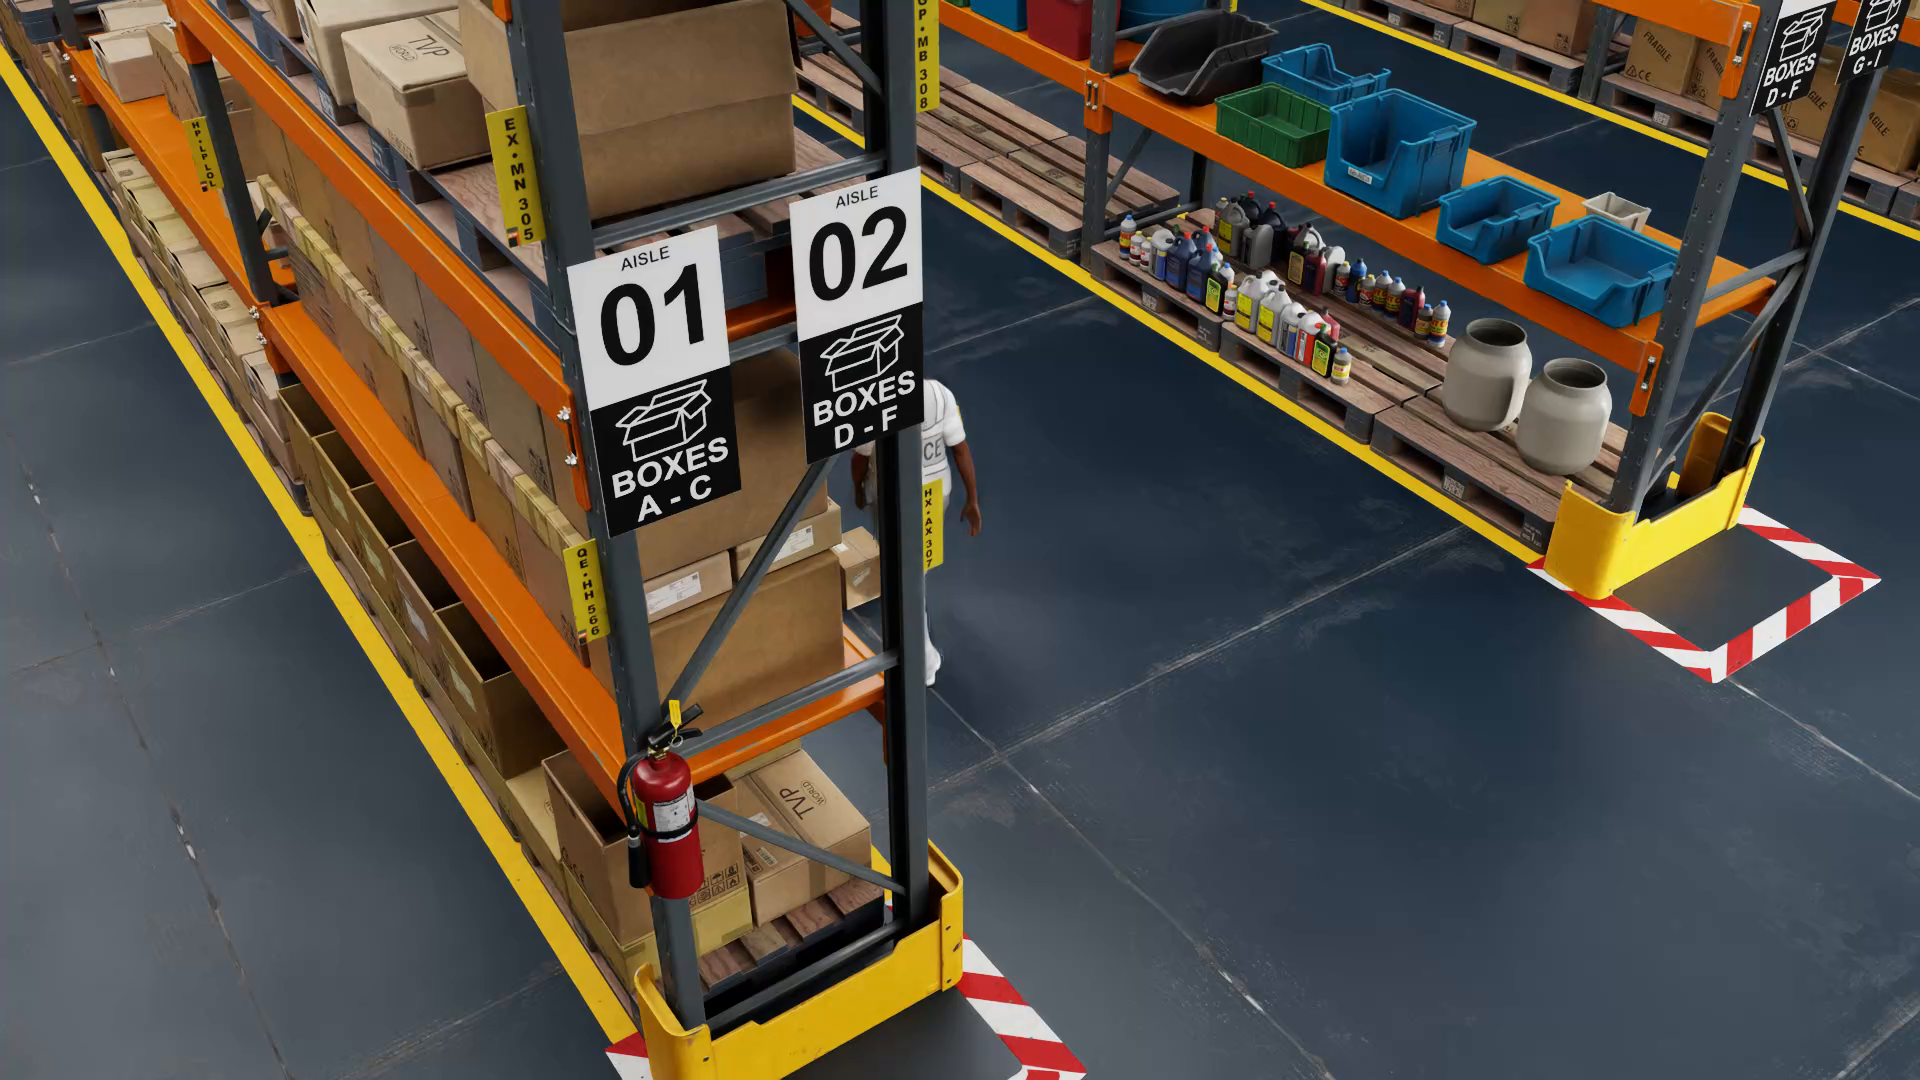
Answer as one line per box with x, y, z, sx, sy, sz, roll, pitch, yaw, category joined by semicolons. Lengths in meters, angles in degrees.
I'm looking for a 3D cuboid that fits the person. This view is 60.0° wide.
-0.259;-0.185;7.292;0.464;1.625;0.730;-23;42;-28;person
